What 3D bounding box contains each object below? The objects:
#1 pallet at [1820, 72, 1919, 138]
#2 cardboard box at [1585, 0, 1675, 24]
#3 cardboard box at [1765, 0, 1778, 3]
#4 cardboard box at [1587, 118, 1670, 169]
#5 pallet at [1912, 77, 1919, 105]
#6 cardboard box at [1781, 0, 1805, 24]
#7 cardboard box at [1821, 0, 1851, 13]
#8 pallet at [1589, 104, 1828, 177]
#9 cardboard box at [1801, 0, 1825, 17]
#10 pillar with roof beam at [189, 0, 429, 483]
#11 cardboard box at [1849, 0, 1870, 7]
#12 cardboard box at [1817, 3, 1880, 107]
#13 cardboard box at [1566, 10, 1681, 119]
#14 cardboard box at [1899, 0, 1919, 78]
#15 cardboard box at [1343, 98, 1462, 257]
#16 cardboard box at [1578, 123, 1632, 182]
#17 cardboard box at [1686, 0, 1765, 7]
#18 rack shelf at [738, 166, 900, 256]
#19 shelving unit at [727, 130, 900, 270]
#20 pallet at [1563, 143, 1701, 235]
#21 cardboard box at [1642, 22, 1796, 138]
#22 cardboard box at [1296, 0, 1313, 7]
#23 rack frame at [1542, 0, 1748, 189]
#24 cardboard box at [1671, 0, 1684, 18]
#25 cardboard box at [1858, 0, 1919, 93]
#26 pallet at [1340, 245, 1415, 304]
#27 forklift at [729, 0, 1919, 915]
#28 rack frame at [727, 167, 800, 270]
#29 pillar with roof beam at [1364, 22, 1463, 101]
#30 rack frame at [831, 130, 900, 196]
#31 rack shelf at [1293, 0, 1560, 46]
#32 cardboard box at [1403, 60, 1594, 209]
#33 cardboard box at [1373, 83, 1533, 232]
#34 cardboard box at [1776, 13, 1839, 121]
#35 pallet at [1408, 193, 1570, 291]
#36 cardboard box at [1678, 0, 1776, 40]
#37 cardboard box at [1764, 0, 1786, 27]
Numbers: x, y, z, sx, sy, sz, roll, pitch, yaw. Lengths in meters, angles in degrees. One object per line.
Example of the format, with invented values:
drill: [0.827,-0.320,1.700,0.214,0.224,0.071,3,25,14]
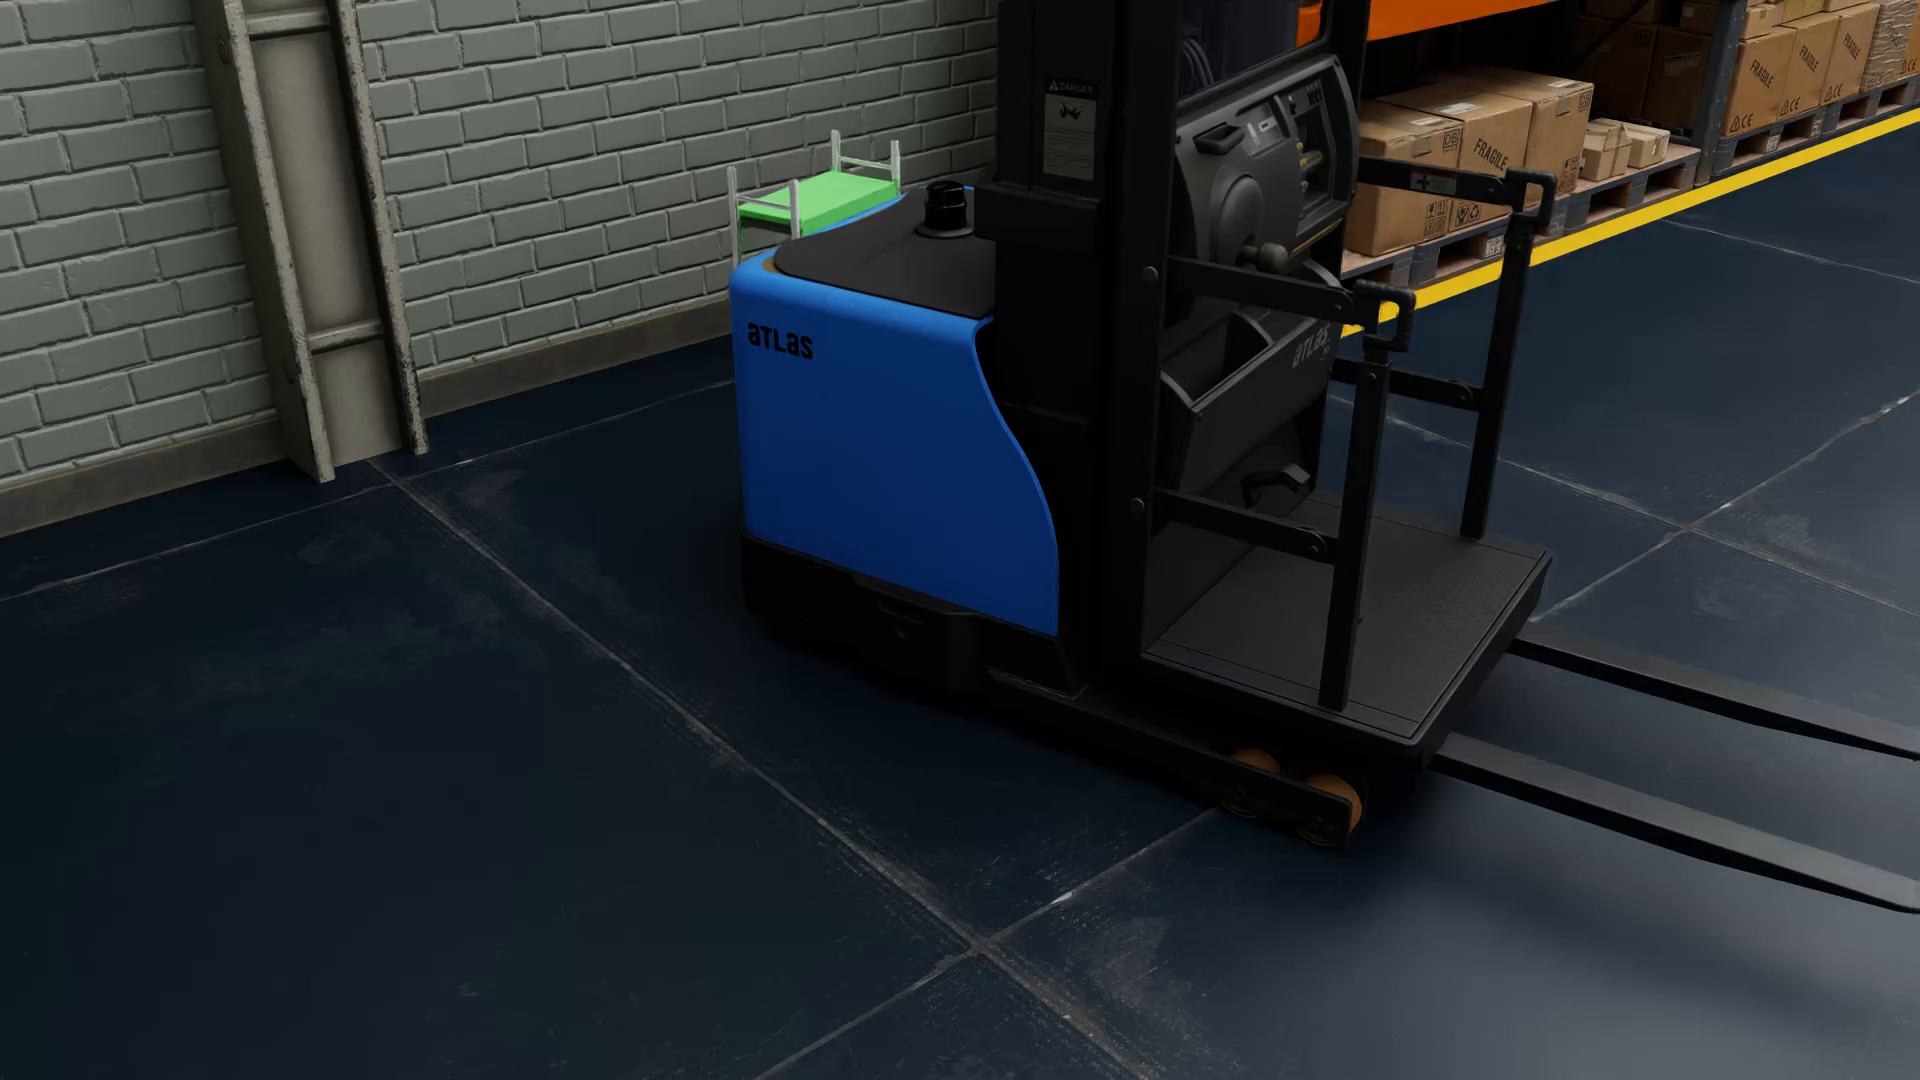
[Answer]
pallet: [5.093,-2.762,10.195,1.213,0.211,1.003,-22,35,-35]
cardboard box: [3.663,-2.939,9.086,0.250,0.149,0.380,-24,36,-37]
cardboard box: [4.182,-2.966,8.820,0.250,0.149,0.380,-24,36,-37]
cardboard box: [3.337,-2.007,8.402,0.250,0.149,0.380,-23,36,-36]
pallet: [6.020,-3.134,10.890,1.213,0.211,1.003,-22,35,-35]
cardboard box: [4.364,-2.933,9.074,0.250,0.149,0.380,-24,36,-37]
cardboard box: [4.778,-3.085,9.358,0.250,0.149,0.380,-22,35,-35]
pallet: [4.164,-2.387,9.493,1.213,0.211,1.003,-22,35,-35]
cardboard box: [4.563,-3.022,9.240,0.250,0.149,0.380,-23,35,-36]
pillar with roof beam: [0.685,-2.732,0.814,0.400,9.000,9.100,-22,35,-35]
cardboard box: [4.968,-3.160,9.498,0.250,0.149,0.380,-20,34,-33]
cardboard box: [4.865,-2.822,9.555,0.500,0.500,0.500,-23,36,-36]
cardboard box: [3.751,-2.694,9.315,0.500,0.500,0.500,-22,35,-35]
cardboard box: [5.647,-3.144,10.158,0.500,0.500,0.500,-20,34,-33]
cardboard box: [1.729,-1.614,7.295,0.500,0.500,0.700,-20,34,-33]
cardboard box: [3.065,-1.949,8.170,0.258,0.266,0.396,-20,34,-33]
cardboard box: [3.976,-2.891,8.680,0.250,0.149,0.380,-23,35,-36]
rack shelf: [-0.416,-0.948,4.868,0.258,0.148,0.480,17,32,28]
shelving unit: [-0.416,-0.581,5.064,0.258,1.200,0.503,17,32,28]
pallet: [3.047,-1.915,8.610,1.213,0.211,1.003,-22,35,-35]
cardboard box: [4.084,-2.505,8.961,0.500,0.500,0.500,-20,34,-33]
cardboard box: [1.118,-2.117,6.295,0.250,0.149,0.380,-21,35,-34]
rack frame: [3.570,-3.355,8.345,0.127,3.000,1.000,-22,35,-35]
cardboard box: [3.859,-3.022,9.241,0.250,0.149,0.380,-22,35,-35]
cardboard box: [5.264,-2.979,9.848,0.500,0.500,0.500,-23,36,-37]
pallet: [1.190,-1.169,7.213,1.213,0.211,1.003,-22,35,-35]
forklift: [0.895,-0.861,3.751,3.031,2.935,1.130,17,33,29]
rack frame: [-0.548,-0.484,4.883,0.240,1.200,0.015,17,32,28]
pillar with roof beam: [5.249,-4.567,4.249,0.400,9.000,9.100,-22,35,-35]
rack frame: [-0.284,-0.678,5.245,0.240,1.200,0.015,17,32,28]
rack shelf: [2.048,-2.426,7.370,4.000,0.370,1.077,-22,35,-35]
cardboard box: [2.519,-1.932,7.889,0.500,0.500,0.700,-23,36,-37]
cardboard box: [2.196,-1.740,7.531,0.500,0.500,0.500,-21,35,-34]
cardboard box: [4.482,-2.671,9.272,0.500,0.500,0.500,-22,35,-36]
pallet: [2.118,-1.540,7.908,1.213,0.211,1.003,-22,35,-35]
cardboard box: [4.015,-2.738,8.709,0.250,0.149,0.380,-20,34,-33]
cardboard box: [4.176,-2.850,8.919,0.250,0.149,0.380,-23,36,-36]
